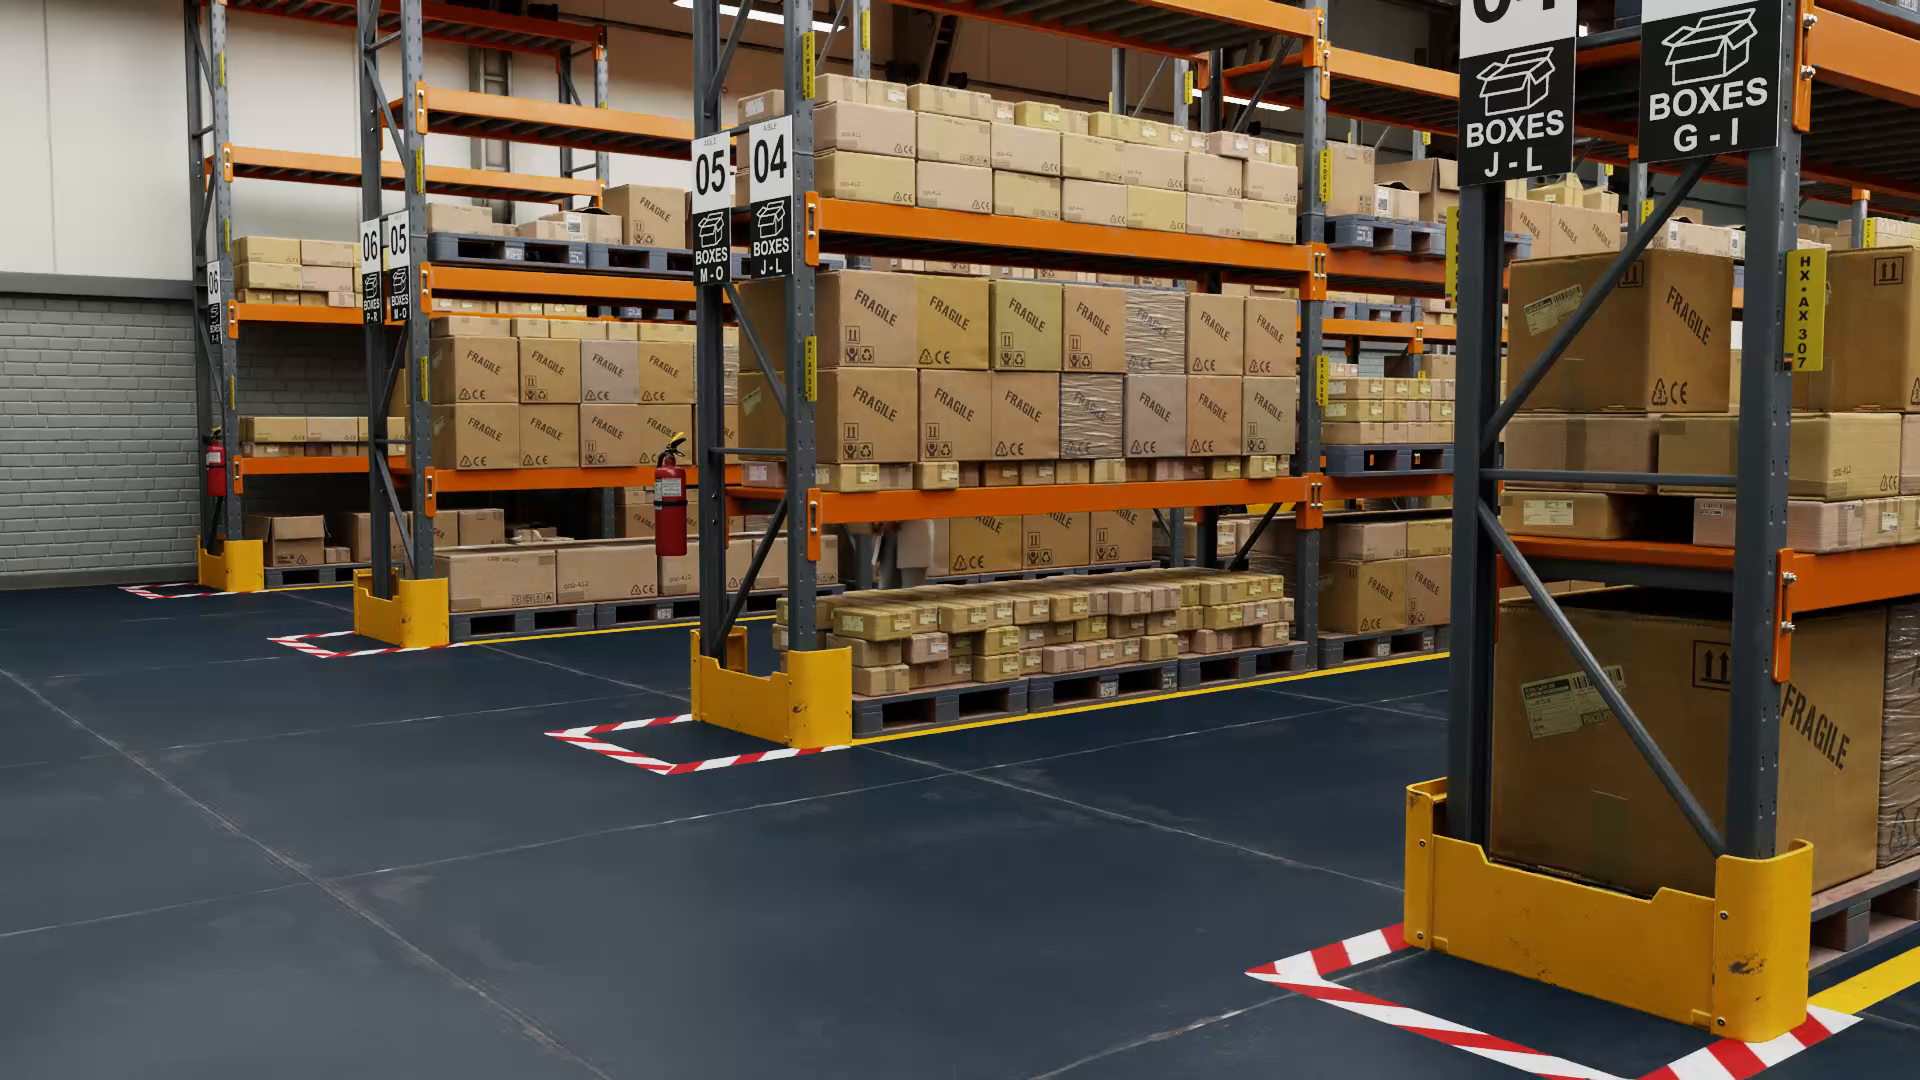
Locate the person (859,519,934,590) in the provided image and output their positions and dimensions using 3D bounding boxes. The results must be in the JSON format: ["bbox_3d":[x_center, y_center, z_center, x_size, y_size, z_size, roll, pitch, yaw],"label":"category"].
[{"bbox_3d":[-0.438,-0.031,11.337,0.554,1.777,0.535,-3,5,-40],"label":"person"}]
